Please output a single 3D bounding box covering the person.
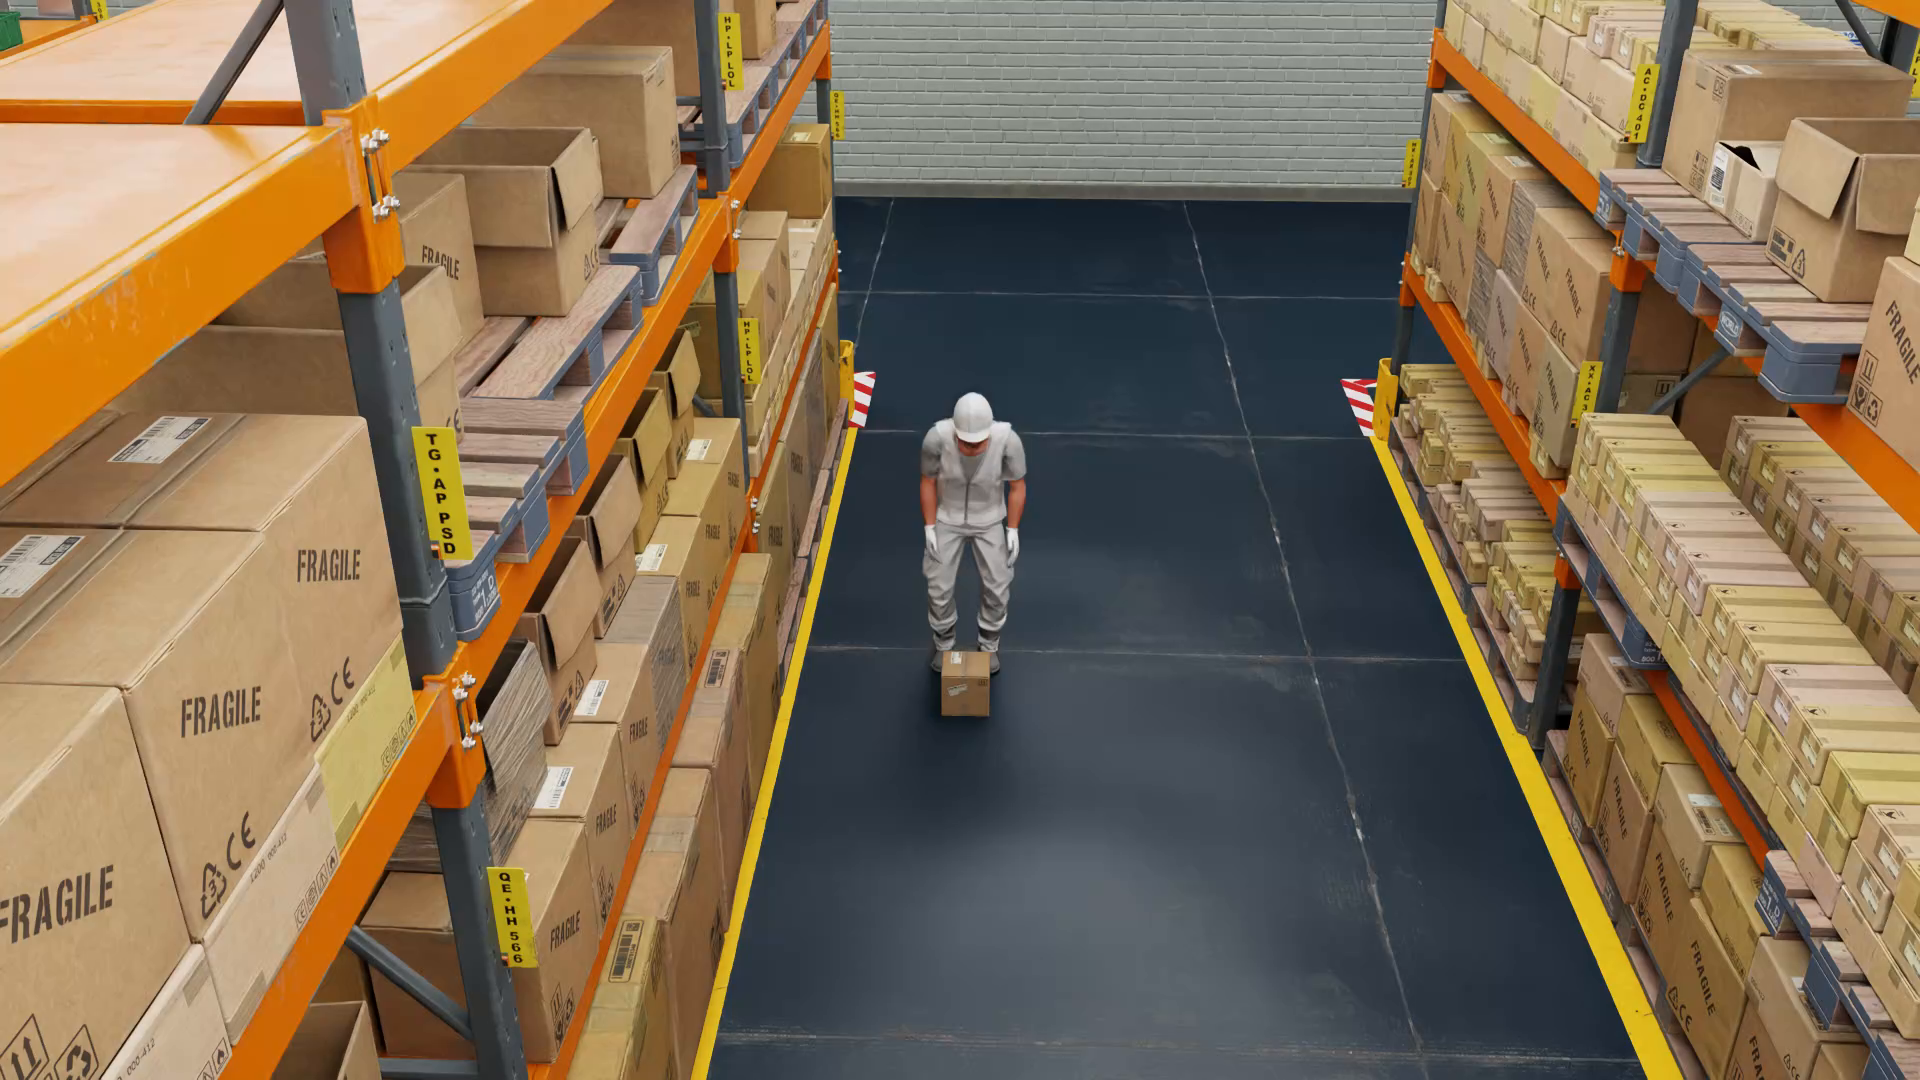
[{"bbox_3d":[0.069,-0.055,8.834,0.560,1.666,0.558,2,28,3],"label":"person"}]
